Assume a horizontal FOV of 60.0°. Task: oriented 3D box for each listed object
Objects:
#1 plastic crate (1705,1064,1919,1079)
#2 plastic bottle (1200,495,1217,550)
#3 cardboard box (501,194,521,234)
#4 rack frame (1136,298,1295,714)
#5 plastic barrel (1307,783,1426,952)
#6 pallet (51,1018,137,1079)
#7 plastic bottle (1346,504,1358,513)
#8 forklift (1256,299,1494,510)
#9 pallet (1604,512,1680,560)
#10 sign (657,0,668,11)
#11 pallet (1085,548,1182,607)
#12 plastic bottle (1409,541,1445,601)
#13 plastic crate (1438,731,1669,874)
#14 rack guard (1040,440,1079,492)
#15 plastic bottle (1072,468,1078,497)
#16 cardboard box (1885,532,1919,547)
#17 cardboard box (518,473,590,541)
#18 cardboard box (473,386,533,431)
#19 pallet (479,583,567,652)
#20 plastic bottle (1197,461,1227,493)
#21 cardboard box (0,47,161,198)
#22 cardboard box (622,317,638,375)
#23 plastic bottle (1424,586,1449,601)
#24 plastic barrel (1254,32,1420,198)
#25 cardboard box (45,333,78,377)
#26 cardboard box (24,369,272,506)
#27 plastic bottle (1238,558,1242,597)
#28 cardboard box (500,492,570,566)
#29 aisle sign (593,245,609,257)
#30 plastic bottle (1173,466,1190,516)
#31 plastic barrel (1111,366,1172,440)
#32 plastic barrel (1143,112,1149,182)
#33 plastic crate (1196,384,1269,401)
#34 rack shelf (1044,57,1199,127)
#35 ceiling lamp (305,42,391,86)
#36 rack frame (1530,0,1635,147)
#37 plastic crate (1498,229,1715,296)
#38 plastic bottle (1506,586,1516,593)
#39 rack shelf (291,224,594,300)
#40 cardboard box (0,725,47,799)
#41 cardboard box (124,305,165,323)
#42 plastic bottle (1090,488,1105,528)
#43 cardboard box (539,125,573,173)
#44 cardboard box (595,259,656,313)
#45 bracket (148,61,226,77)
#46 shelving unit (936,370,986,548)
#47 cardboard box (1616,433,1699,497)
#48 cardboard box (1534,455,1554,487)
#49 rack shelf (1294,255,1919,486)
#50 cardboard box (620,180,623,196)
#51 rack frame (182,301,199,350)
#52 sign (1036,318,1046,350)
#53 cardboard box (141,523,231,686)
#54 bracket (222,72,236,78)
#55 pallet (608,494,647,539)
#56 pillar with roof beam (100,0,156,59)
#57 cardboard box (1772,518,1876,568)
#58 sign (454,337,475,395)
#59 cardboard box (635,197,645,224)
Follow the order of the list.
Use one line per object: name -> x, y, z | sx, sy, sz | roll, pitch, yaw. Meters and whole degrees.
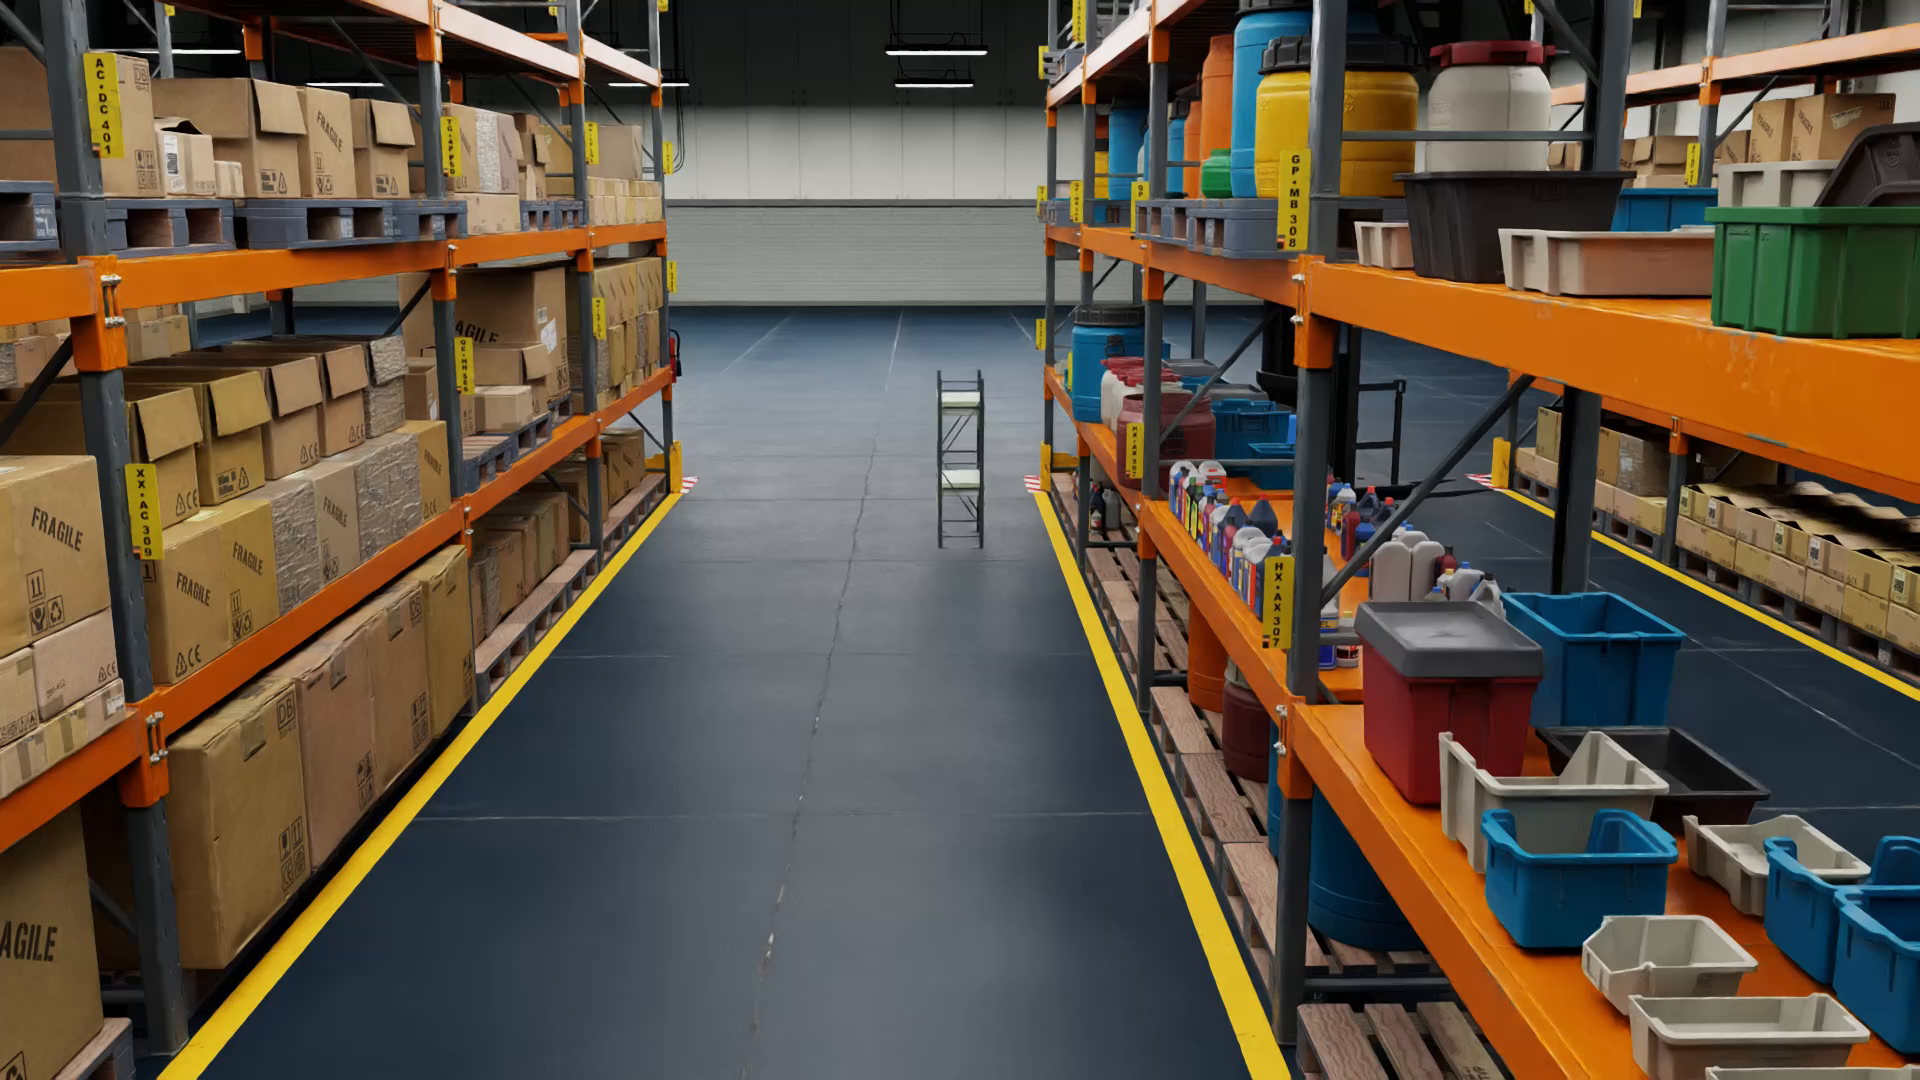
plastic crate -> 1.543, 1.027, 2.965 | 0.396, 0.136, 0.243 | 0, 11, -1
plastic bottle -> 1.247, -0.087, 8.266 | 0.097, 0.271, 0.097 | 0, 11, 0
cardboard box -> -3.171, -2.119, 10.792 | 0.500, 0.250, 0.500 | 0, 11, 0
rack frame -> 1.567, -0.444, 9.704 | 1.000, 3.000, 0.127 | 0, 11, -1
plastic barrel -> 1.655, 1.065, 6.485 | 0.600, 0.901, 0.708 | 0, 11, -1
pallet -> -3.365, 1.889, 5.215 | 1.003, 0.211, 1.213 | 0, 11, -1
plastic bottle -> 2.003, -0.083, 8.424 | 0.097, 0.201, 0.097 | 0, 11, 0
forklift -> 3.730, -1.686, 15.999 | 3.031, 2.935, 1.130 | -4, 12, -18
pallet -> 6.462, -0.051, 14.777 | 1.003, 0.211, 1.213 | 0, 11, -1
sign -> -2.995, -5.488, 16.728 | 0.100, 0.325, 0.005 | 0, 11, -1
pallet -> 1.539, 0.283, 13.132 | 1.003, 0.211, 1.213 | 0, 11, -1
plastic bottle -> 2.002, 0.134, 7.165 | 0.152, 0.276, 0.135 | 0, 11, -1
plastic crate -> 1.497, 0.684, 4.290 | 0.437, 0.282, 0.530 | 0, 11, -1
rack guard -> 1.450, -0.794, 17.718 | 1.175, 0.500, 0.348 | 0, 11, -1
plastic bottle -> 1.127, -0.551, 15.987 | 0.097, 0.271, 0.097 | 0, 11, 0
cardboard box -> 6.774, 0.092, 11.510 | 0.500, 0.311, 0.500 | -1, 11, -3
cardboard box -> -3.436, -0.279, 14.122 | 0.500, 0.500, 0.500 | -1, 11, -3
cardboard box -> -3.190, -0.890, 11.224 | 0.500, 0.250, 0.500 | -1, 11, -3
pallet -> -3.422, 0.546, 11.839 | 1.003, 0.211, 1.213 | 0, 11, -1
plastic bottle -> 1.405, -0.297, 9.289 | 0.152, 0.276, 0.135 | 0, 11, -1
cardboard box -> -3.325, -1.469, 5.902 | 0.700, 0.500, 0.500 | 0, 11, 0
cardboard box -> -3.471, -1.801, 15.395 | 0.875, 0.500, 0.500 | 0, 11, -1
plastic bottle -> 1.889, 0.286, 6.603 | 0.097, 0.201, 0.097 | 0, 11, 0
plastic barrel -> 1.428, -1.598, 6.316 | 0.600, 0.588, 0.600 | 0, 11, 0
cardboard box -> -8.376, -1.582, 14.938 | 0.875, 0.550, 0.550 | 0, 11, -1
cardboard box -> -3.327, -0.433, 6.873 | 0.797, 0.503, 0.637 | 0, 11, -1
plastic bottle -> 1.268, 0.149, 7.281 | 0.097, 0.201, 0.097 | 0, 11, 0
cardboard box -> -3.477, -0.087, 13.126 | 0.700, 0.500, 0.500 | -1, 12, -6
aisle sign -> -3.852, -3.299, 17.238 | 0.394, 0.787, 0.004 | 0, 11, -1
plastic bottle -> 1.228, -0.271, 9.172 | 0.097, 0.271, 0.097 | 0, 11, 0
plastic barrel -> 1.300, -0.969, 11.949 | 0.433, 0.535, 0.433 | 0, 11, 0
plastic barrel -> 1.712, -2.855, 12.781 | 0.600, 0.901, 0.708 | 0, 11, -1
plastic crate -> 1.839, -0.798, 11.287 | 0.402, 0.464, 0.583 | 0, 11, -1
rack shelf -> 1.443, -4.028, 15.098 | 1.077, 0.370, 4.000 | 0, 11, -1
ceiling lamp -> -15.099, -12.826, 40.965 | 2.000, 3.185, 0.800 | 0, 11, -1
rack frame -> 6.354, -4.994, 17.043 | 1.000, 3.000, 0.127 | 0, 11, -1
plastic crate -> 1.441, -0.604, 3.613 | 0.437, 0.136, 0.530 | 0, 11, -1
plastic bottle -> 2.066, 0.307, 6.295 | 0.061, 0.283, 0.133 | 0, 11, -1
rack shelf -> -3.427, -1.939, 11.337 | 1.077, 0.370, 4.000 | 0, 11, -1
cardboard box -> -2.958, 0.656, 4.913 | 0.380, 0.149, 0.250 | 0, 11, -2
cardboard box -> -8.439, -2.434, 16.417 | 0.875, 0.550, 0.550 | 0, 11, -1
plastic bottle -> 1.183, -0.283, 14.468 | 0.144, 0.351, 0.185 | -1, 11, -3
cardboard box -> -3.790, -3.628, 15.595 | 0.500, 0.500, 0.500 | 0, 11, -1
cardboard box -> -3.276, -2.491, 16.280 | 0.500, 0.500, 0.500 | 0, 11, -1
bracket -> -19.511, -11.885, 41.953 | 0.076, 0.066, 4.783 | 0, 11, -1
shelving unit -> 0.000, -0.736, 14.917 | 0.431, 1.500, 0.755 | 0, 11, -1
cardboard box -> 6.210, -0.675, 14.817 | 0.500, 0.500, 0.500 | 0, 11, -1
cardboard box -> 6.156, -0.705, 16.851 | 0.500, 0.250, 0.500 | 0, 11, -1
rack shelf -> 1.691, -0.369, 3.598 | 1.077, 0.370, 4.000 | 0, 11, -1
cardboard box -> -3.271, -3.187, 15.053 | 0.380, 0.149, 0.250 | 0, 11, 0
rack frame -> -8.512, -2.014, 17.441 | 1.000, 3.000, 0.127 | 0, 11, -1
sign -> 0.851, -2.169, 17.508 | 0.100, 0.325, 0.005 | 0, 11, -1
cardboard box -> -3.062, 0.230, 6.130 | 0.500, 0.500, 0.500 | 0, 11, -1
bracket -> -19.564, -12.397, 44.478 | 0.235, 0.232, 0.430 | 0, 11, -1
pallet -> -3.545, -0.229, 15.656 | 1.003, 0.211, 1.213 | 0, 11, -1
pillar with roof beam -> -15.500, -9.539, 39.443 | 9.100, 9.000, 0.548 | 0, 11, -1
cardboard box -> 6.229, -0.003, 11.979 | 0.500, 0.311, 0.500 | 0, 11, 0
sign -> -2.830, -0.994, 9.503 | 0.100, 0.325, 0.005 | 0, 11, -1
cardboard box -> -3.271, -3.115, 15.700 | 0.500, 0.250, 0.500 | 0, 11, 0
